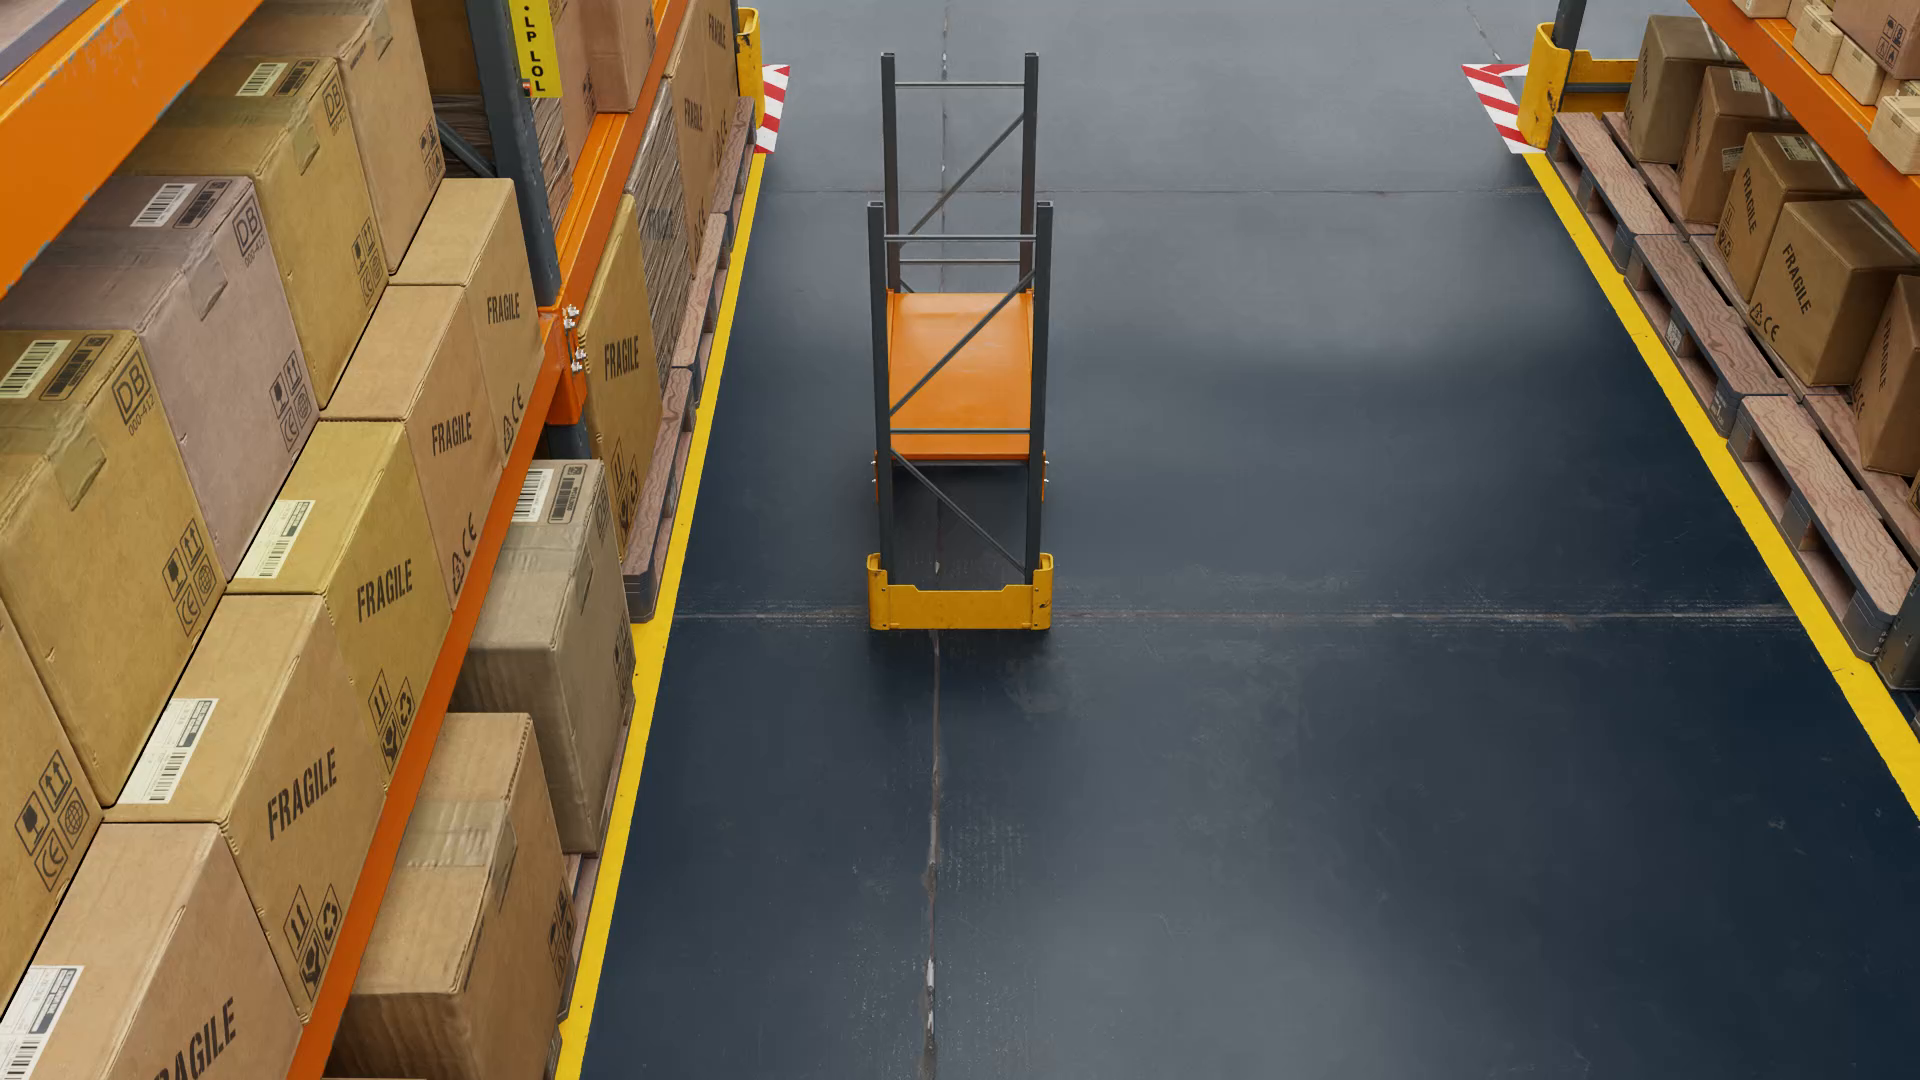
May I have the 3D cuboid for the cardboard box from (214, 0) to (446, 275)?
[{"bbox_3d":[-1.570,-0.915,3.614,0.700,0.500,0.500,-1,39,-1],"label":"cardboard box"}]

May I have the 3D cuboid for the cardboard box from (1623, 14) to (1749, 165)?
[{"bbox_3d":[3.363,-2.036,7.555,0.500,0.500,0.500,7,39,8],"label":"cardboard box"}]

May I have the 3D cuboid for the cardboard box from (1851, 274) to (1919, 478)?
[{"bbox_3d":[3.415,-0.534,5.681,0.500,0.500,0.500,12,40,14],"label":"cardboard box"}]

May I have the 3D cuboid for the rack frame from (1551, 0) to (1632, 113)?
[{"bbox_3d":[3.379,-3.238,7.392,1.000,3.000,0.127,0,39,0],"label":"rack frame"}]

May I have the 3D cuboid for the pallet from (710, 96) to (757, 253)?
[{"bbox_3d":[-1.502,-1.710,7.715,1.003,0.211,1.213,0,39,0],"label":"pallet"}]

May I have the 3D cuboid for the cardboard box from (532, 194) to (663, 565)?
[{"bbox_3d":[-1.507,-0.525,5.369,0.875,0.875,0.875,1,39,1],"label":"cardboard box"}]

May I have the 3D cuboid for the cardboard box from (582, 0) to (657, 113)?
[{"bbox_3d":[-1.495,-1.768,5.437,0.875,0.550,0.550,0,39,0],"label":"cardboard box"}]

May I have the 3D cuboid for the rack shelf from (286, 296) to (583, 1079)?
[{"bbox_3d":[-1.574,0.735,3.010,1.077,0.370,4.000,0,39,0],"label":"rack shelf"}]

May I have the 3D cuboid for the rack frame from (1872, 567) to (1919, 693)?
[{"bbox_3d":[3.384,-0.737,4.271,1.000,3.000,0.127,0,39,0],"label":"rack frame"}]

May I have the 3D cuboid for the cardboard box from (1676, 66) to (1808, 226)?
[{"bbox_3d":[3.398,-1.663,7.089,0.500,0.500,0.500,10,40,12],"label":"cardboard box"}]

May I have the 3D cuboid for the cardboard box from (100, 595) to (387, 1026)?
[{"bbox_3d":[-1.304,0.440,2.722,0.500,0.500,0.500,0,39,-1],"label":"cardboard box"}]

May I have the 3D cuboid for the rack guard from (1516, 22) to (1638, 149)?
[{"bbox_3d":[3.379,-2.215,8.115,1.175,0.500,0.348,0,39,0],"label":"rack guard"}]

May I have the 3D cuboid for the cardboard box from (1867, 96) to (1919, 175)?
[{"bbox_3d":[3.047,-1.242,5.102,0.380,0.149,0.250,0,39,0],"label":"cardboard box"}]

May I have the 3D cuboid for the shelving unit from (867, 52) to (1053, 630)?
[{"bbox_3d":[0.000,-0.633,5.340,0.587,1.500,1.083,0,39,0],"label":"shelving unit"}]

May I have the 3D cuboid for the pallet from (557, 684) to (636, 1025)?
[{"bbox_3d":[-1.500,0.774,4.615,1.003,0.211,1.213,0,39,0],"label":"pallet"}]

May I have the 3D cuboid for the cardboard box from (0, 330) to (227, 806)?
[{"bbox_3d":[-1.568,0.038,2.424,0.700,0.500,0.500,0,39,0],"label":"cardboard box"}]

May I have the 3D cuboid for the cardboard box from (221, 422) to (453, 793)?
[{"bbox_3d":[-1.307,0.122,3.119,0.500,0.500,0.500,0,39,0],"label":"cardboard box"}]

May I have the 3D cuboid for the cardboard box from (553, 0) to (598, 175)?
[{"bbox_3d":[-1.612,-1.430,5.016,0.875,0.550,0.550,0,39,0],"label":"cardboard box"}]

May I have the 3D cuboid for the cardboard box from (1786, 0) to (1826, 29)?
[{"bbox_3d":[3.179,-1.868,5.883,0.380,0.149,0.250,0,39,0],"label":"cardboard box"}]

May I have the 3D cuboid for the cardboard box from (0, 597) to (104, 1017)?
[{"bbox_3d":[-1.567,0.358,2.025,0.700,0.500,0.500,-1,39,-1],"label":"cardboard box"}]

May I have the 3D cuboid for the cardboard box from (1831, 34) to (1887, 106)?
[{"bbox_3d":[3.138,-1.555,5.493,0.380,0.149,0.250,0,39,0],"label":"cardboard box"}]

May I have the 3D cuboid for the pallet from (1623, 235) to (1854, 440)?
[{"bbox_3d":[3.344,-0.834,6.622,1.003,0.211,1.213,0,39,0],"label":"pallet"}]

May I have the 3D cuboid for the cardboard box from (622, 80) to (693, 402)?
[{"bbox_3d":[-1.512,-1.088,6.073,0.875,0.875,0.875,0,39,0],"label":"cardboard box"}]

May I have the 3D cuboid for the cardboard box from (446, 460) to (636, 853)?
[{"bbox_3d":[-1.485,0.305,4.433,1.050,0.750,0.750,0,39,0],"label":"cardboard box"}]

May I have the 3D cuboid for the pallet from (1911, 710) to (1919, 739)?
[{"bbox_3d":[3.386,0.838,4.536,1.003,0.211,1.213,0,39,0],"label":"pallet"}]

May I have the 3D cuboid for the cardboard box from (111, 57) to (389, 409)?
[{"bbox_3d":[-1.567,-0.594,3.213,0.700,0.500,0.500,-1,39,-1],"label":"cardboard box"}]

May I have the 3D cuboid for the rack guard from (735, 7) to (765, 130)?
[{"bbox_3d":[-1.581,-2.338,8.267,1.175,0.500,0.348,0,39,0],"label":"rack guard"}]

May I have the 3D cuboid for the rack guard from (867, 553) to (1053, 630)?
[{"bbox_3d":[0.000,0.166,5.343,0.587,0.250,0.087,0,39,0],"label":"rack guard"}]

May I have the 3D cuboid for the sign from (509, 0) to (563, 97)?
[{"bbox_3d":[-1.033,-1.224,4.016,0.100,0.325,0.005,0,39,0],"label":"sign"}]

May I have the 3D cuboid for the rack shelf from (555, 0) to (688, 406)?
[{"bbox_3d":[-1.578,-1.767,6.131,1.077,0.370,4.000,0,39,0],"label":"rack shelf"}]

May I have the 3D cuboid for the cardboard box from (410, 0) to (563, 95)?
[{"bbox_3d":[-1.542,-1.507,4.249,0.875,0.550,0.550,0,39,0],"label":"cardboard box"}]

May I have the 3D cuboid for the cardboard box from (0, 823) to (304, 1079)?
[{"bbox_3d":[-1.306,0.751,2.334,0.500,0.500,0.500,0,39,0],"label":"cardboard box"}]

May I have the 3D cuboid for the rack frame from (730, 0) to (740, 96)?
[{"bbox_3d":[-1.581,-3.298,7.467,1.000,3.000,0.127,0,39,0],"label":"rack frame"}]

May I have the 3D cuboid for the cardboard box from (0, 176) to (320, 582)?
[{"bbox_3d":[-1.567,-0.278,2.818,0.700,0.500,0.500,0,39,0],"label":"cardboard box"}]

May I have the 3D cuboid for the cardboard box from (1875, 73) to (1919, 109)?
[{"bbox_3d":[3.179,-1.399,5.298,0.380,0.149,0.250,0,39,0],"label":"cardboard box"}]

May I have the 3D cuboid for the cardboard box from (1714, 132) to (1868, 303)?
[{"bbox_3d":[3.380,-1.271,6.601,0.500,0.500,0.500,3,39,4],"label":"cardboard box"}]

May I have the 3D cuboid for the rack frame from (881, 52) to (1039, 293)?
[{"bbox_3d":[-0.001,-0.957,5.744,0.500,1.500,0.032,0,39,0],"label":"rack frame"}]

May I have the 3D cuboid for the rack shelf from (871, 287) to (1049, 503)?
[{"bbox_3d":[0.000,-0.498,5.460,0.538,0.185,1.000,0,39,0],"label":"rack shelf"}]

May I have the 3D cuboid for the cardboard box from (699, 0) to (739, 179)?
[{"bbox_3d":[-1.514,-2.209,7.471,0.875,0.875,0.875,0,39,0],"label":"cardboard box"}]

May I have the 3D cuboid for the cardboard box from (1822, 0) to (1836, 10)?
[{"bbox_3d":[3.419,-2.112,5.668,0.875,0.500,0.500,0,39,0],"label":"cardboard box"}]

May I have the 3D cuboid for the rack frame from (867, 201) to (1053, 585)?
[{"bbox_3d":[0.000,-0.321,4.951,0.500,1.500,0.032,0,39,0],"label":"rack frame"}]

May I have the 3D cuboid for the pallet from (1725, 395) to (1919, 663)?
[{"bbox_3d":[3.348,-0.069,5.667,1.003,0.211,1.213,0,39,0],"label":"pallet"}]

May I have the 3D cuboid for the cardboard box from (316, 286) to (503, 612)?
[{"bbox_3d":[-1.308,-0.194,3.513,0.500,0.500,0.500,0,39,-1],"label":"cardboard box"}]

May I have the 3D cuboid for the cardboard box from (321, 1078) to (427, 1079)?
[{"bbox_3d":[-1.487,1.491,2.954,1.050,0.750,0.750,1,39,1],"label":"cardboard box"}]

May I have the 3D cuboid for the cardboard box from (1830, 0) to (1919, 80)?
[{"bbox_3d":[3.379,-1.799,5.278,0.875,0.500,0.500,0,39,0],"label":"cardboard box"}]

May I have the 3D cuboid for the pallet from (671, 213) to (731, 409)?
[{"bbox_3d":[-1.503,-0.949,6.765,1.003,0.211,1.213,0,39,0],"label":"pallet"}]

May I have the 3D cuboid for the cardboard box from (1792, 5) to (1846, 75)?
[{"bbox_3d":[3.103,-1.711,5.688,0.380,0.149,0.250,0,39,0],"label":"cardboard box"}]

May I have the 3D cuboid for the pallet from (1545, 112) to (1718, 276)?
[{"bbox_3d":[3.345,-1.595,7.571,1.003,0.211,1.213,0,39,0],"label":"pallet"}]

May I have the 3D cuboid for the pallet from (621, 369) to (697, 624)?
[{"bbox_3d":[-1.499,-0.184,5.811,1.003,0.211,1.213,0,39,0],"label":"pallet"}]

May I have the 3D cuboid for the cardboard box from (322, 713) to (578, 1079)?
[{"bbox_3d":[-1.488,0.909,3.681,1.050,0.750,0.750,0,39,0],"label":"cardboard box"}]

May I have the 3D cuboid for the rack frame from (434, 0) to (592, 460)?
[{"bbox_3d":[-1.576,-0.797,4.345,1.000,3.000,0.127,0,39,0],"label":"rack frame"}]

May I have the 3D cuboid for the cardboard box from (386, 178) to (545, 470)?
[{"bbox_3d":[-1.308,-0.510,3.907,0.500,0.500,0.500,0,39,0],"label":"cardboard box"}]

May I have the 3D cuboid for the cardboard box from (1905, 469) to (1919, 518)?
[{"bbox_3d":[3.424,-0.176,5.234,0.500,0.500,0.500,-1,39,-1],"label":"cardboard box"}]

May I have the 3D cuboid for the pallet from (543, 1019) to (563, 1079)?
[{"bbox_3d":[-1.496,1.539,3.661,1.003,0.211,1.213,0,39,0],"label":"pallet"}]

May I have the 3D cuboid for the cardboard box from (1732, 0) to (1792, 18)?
[{"bbox_3d":[3.046,-2.024,6.078,0.380,0.149,0.250,0,39,0],"label":"cardboard box"}]

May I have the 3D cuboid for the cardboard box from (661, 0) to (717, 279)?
[{"bbox_3d":[-1.511,-1.659,6.784,0.875,0.875,0.875,-1,39,-1],"label":"cardboard box"}]

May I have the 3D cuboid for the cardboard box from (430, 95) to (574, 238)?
[{"bbox_3d":[-1.588,-1.086,4.586,0.875,0.550,0.550,0,39,0],"label":"cardboard box"}]

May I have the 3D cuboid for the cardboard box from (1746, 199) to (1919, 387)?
[{"bbox_3d":[3.336,-0.922,6.165,0.500,0.500,0.500,-3,39,-4],"label":"cardboard box"}]
